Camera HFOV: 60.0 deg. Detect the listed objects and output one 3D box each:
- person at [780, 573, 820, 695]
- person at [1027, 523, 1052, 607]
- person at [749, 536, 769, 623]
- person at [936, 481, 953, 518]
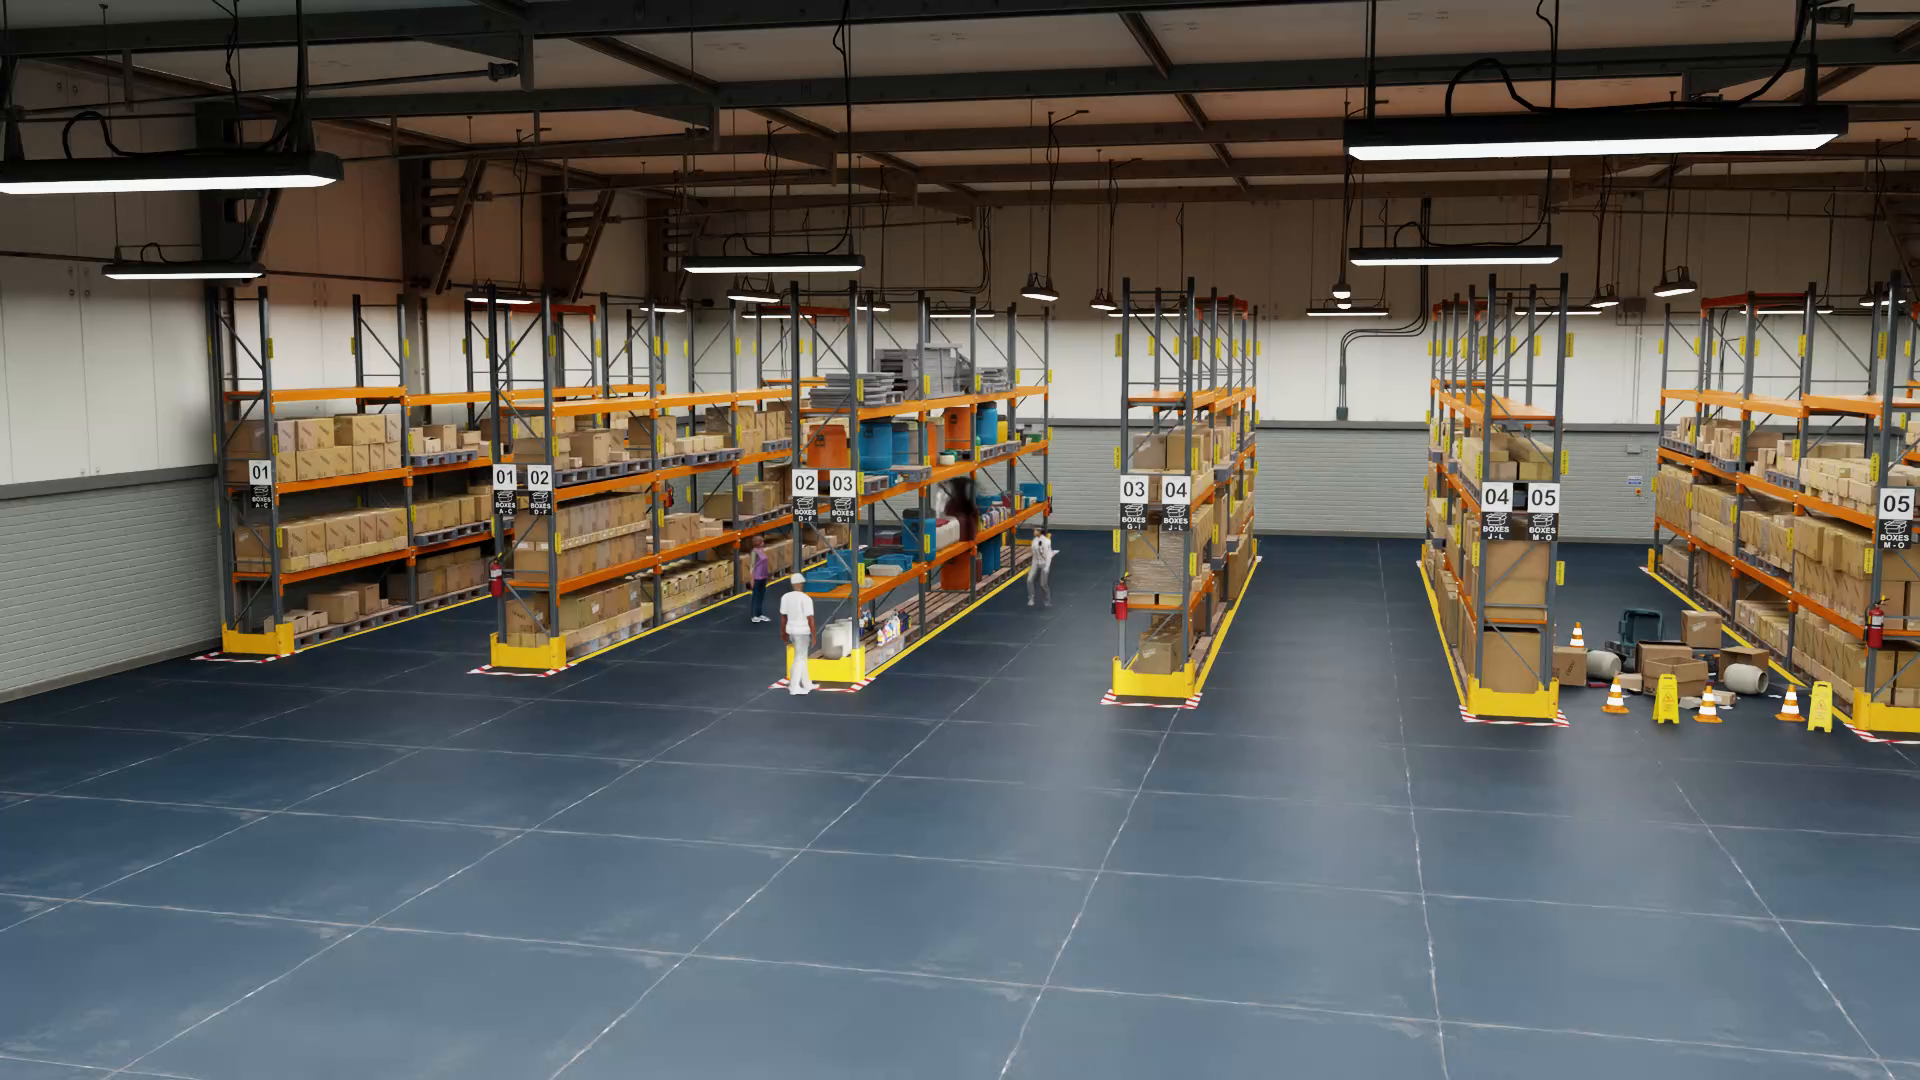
[{"bbox_3d":[-2.252,1.353,24.222,0.644,1.763,0.606,-4,8,-33],"label":"person"},{"bbox_3d":[1.553,0.544,32.243,0.497,1.740,0.607,4,8,33],"label":"person"},{"bbox_3d":[-3.692,0.712,30.508,0.332,1.606,0.521,3,7,26],"label":"person"},{"bbox_3d":[-0.396,-0.680,42.108,0.472,1.667,0.461,3,7,22],"label":"person"}]
